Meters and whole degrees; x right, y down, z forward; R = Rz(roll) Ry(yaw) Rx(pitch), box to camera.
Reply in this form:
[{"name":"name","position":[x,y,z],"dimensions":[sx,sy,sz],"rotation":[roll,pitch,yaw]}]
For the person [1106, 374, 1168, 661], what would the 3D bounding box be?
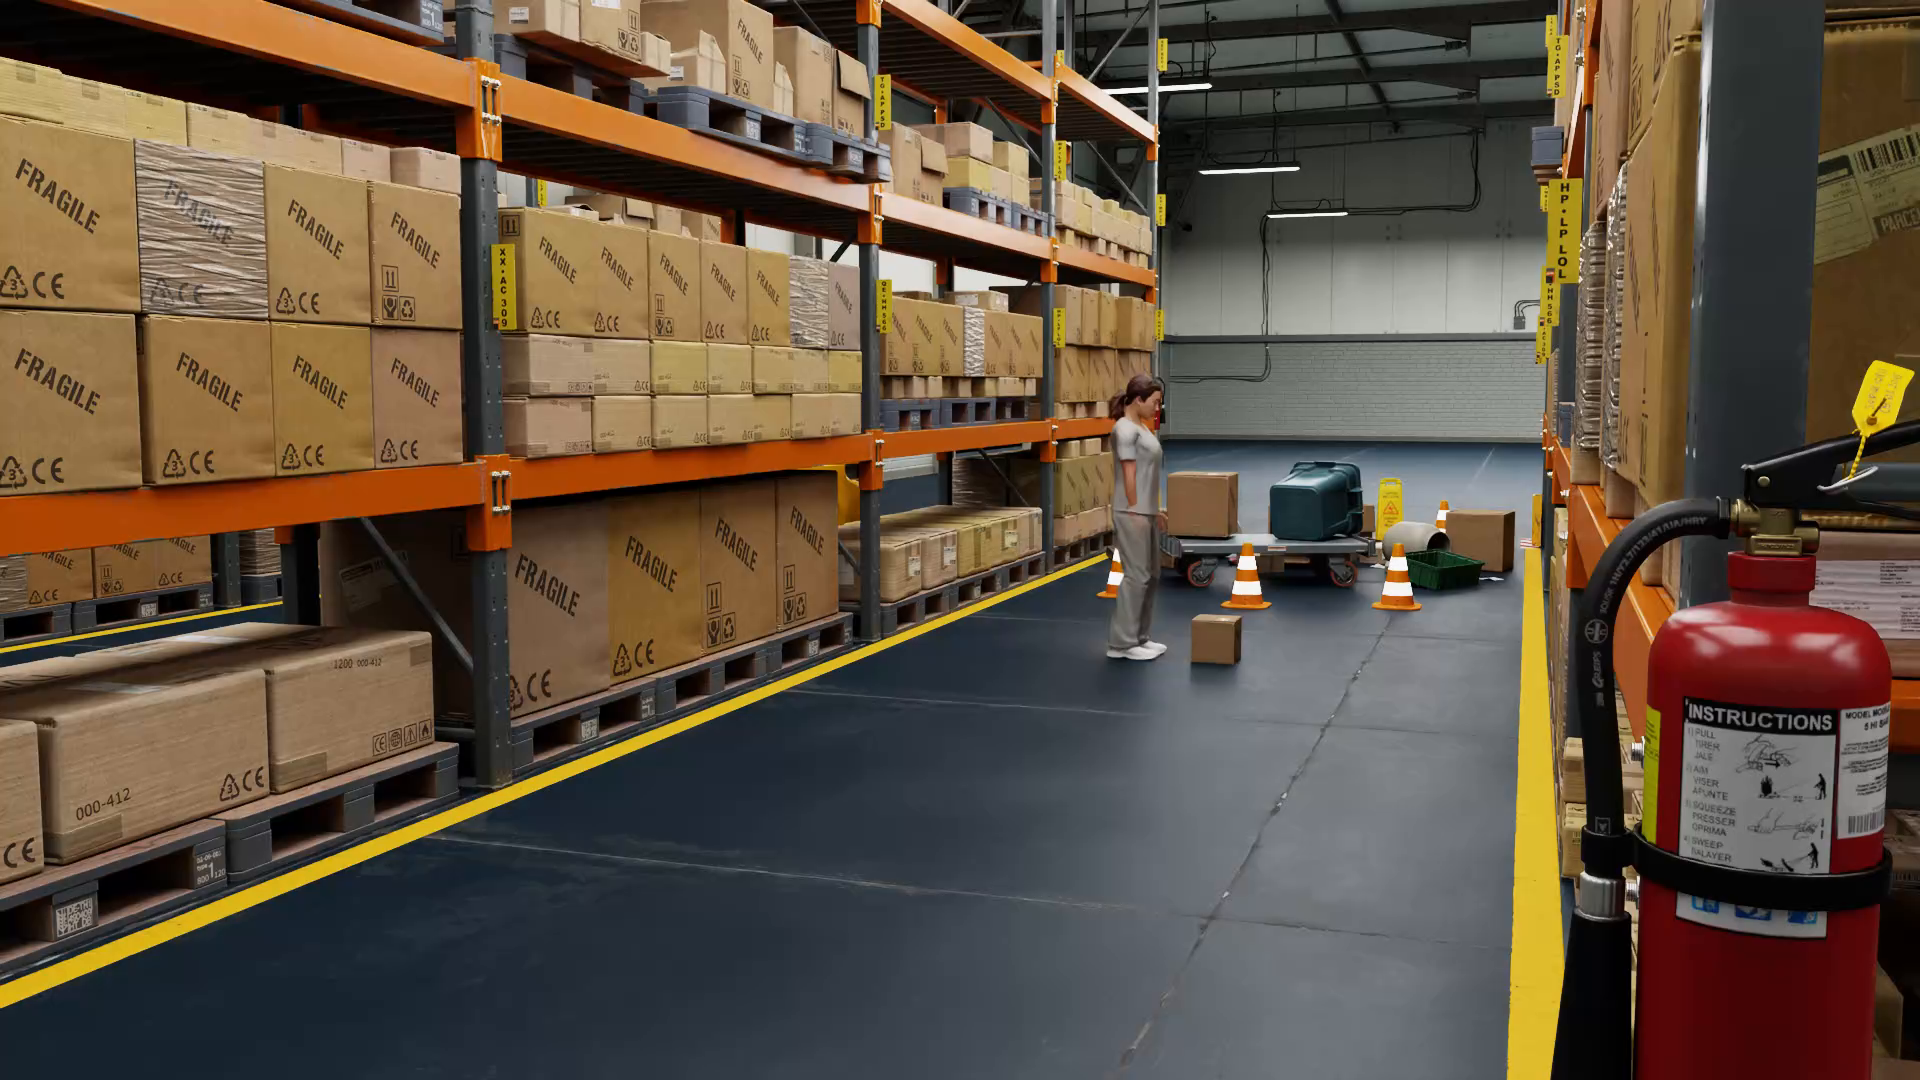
[{"name":"person","position":[1.034,-0.142,9.809],"dimensions":[0.354,1.669,0.444],"rotation":[2,6,20]}]
